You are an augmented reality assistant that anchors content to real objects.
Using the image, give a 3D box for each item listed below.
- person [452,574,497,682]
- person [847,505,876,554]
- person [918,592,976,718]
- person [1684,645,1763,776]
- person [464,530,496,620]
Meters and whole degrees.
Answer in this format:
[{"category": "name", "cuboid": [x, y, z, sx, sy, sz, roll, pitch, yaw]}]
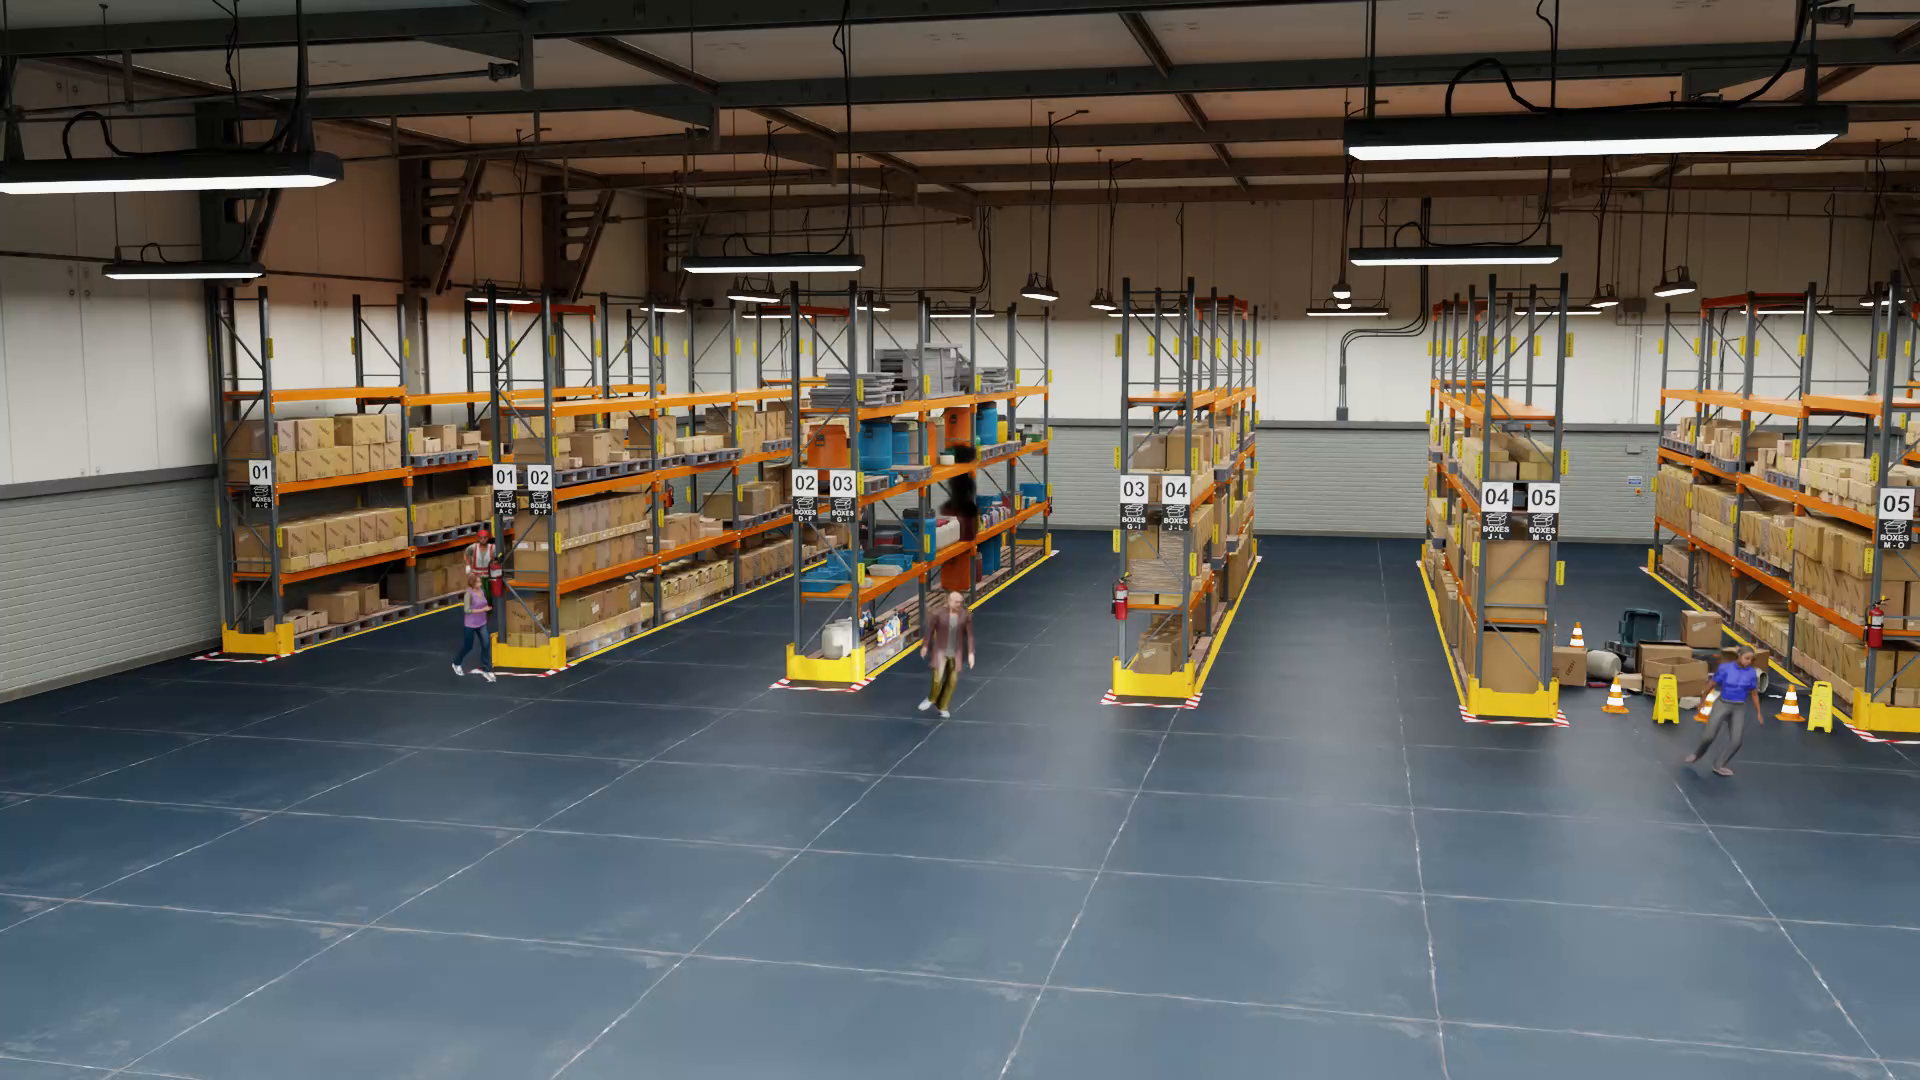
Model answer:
[{"category": "person", "cuboid": [-7.344, 1.310, 25.073, 0.861, 1.607, 0.507, 4, 8, 32]}, {"category": "person", "cuboid": [-2.002, 0.041, 33.467, 0.642, 1.810, 0.711, 1, 7, 6]}, {"category": "person", "cuboid": [-0.190, 1.558, 22.661, 0.732, 1.764, 0.574, -2, 7, -17]}, {"category": "person", "cuboid": [8.994, 1.977, 19.556, 0.743, 1.575, 0.615, 0, 7, 3]}, {"category": "person", "cuboid": [-8.690, 0.666, 30.323, 0.675, 1.748, 0.826, -2, 7, -14]}]
